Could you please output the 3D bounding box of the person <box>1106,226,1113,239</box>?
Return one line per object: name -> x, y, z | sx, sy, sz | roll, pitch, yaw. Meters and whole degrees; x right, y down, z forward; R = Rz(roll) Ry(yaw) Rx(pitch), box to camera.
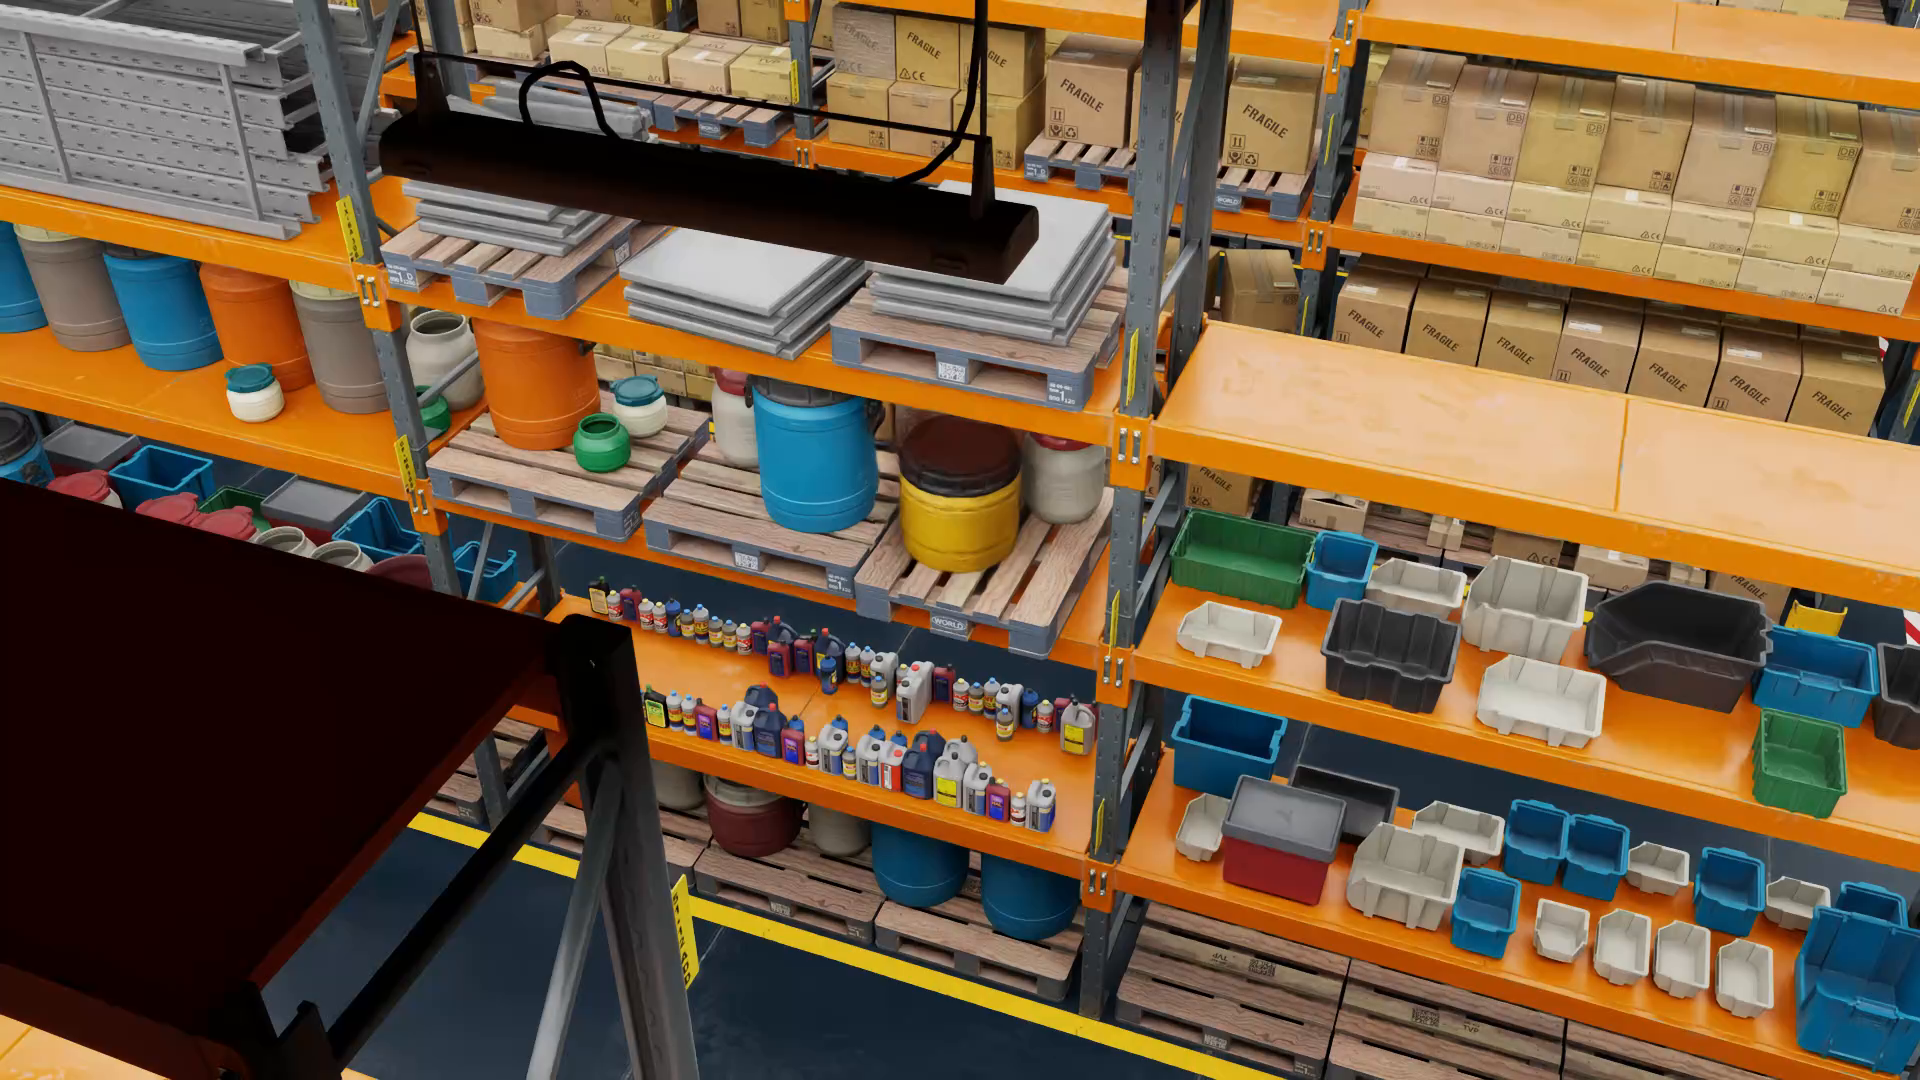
person -> 1.302, -2.263, 14.986 | 0.689, 1.765, 0.629 | 7, 37, 9
